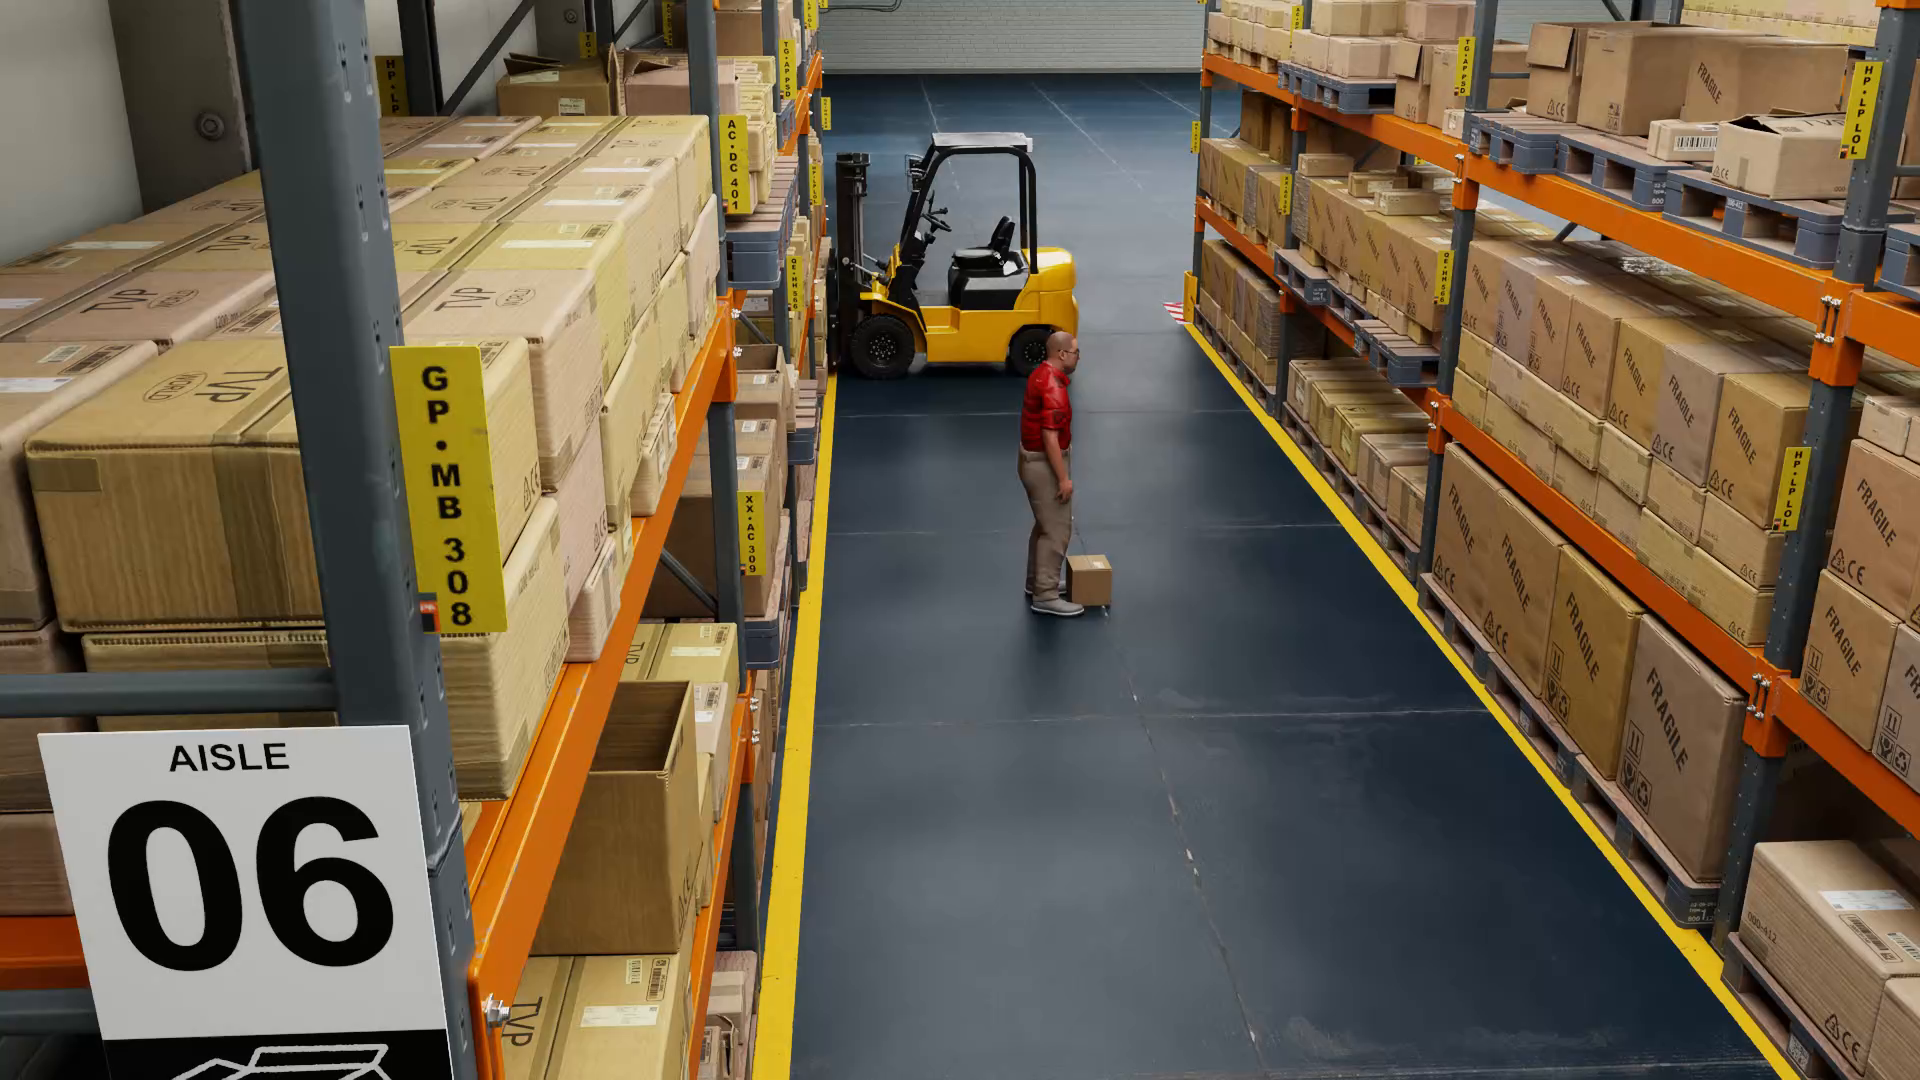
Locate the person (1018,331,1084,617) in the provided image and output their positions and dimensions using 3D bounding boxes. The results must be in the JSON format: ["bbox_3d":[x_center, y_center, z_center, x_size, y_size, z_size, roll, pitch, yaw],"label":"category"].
[{"bbox_3d":[0.560,-0.430,10.261,0.385,1.728,0.605,-2,20,-6],"label":"person"}]
